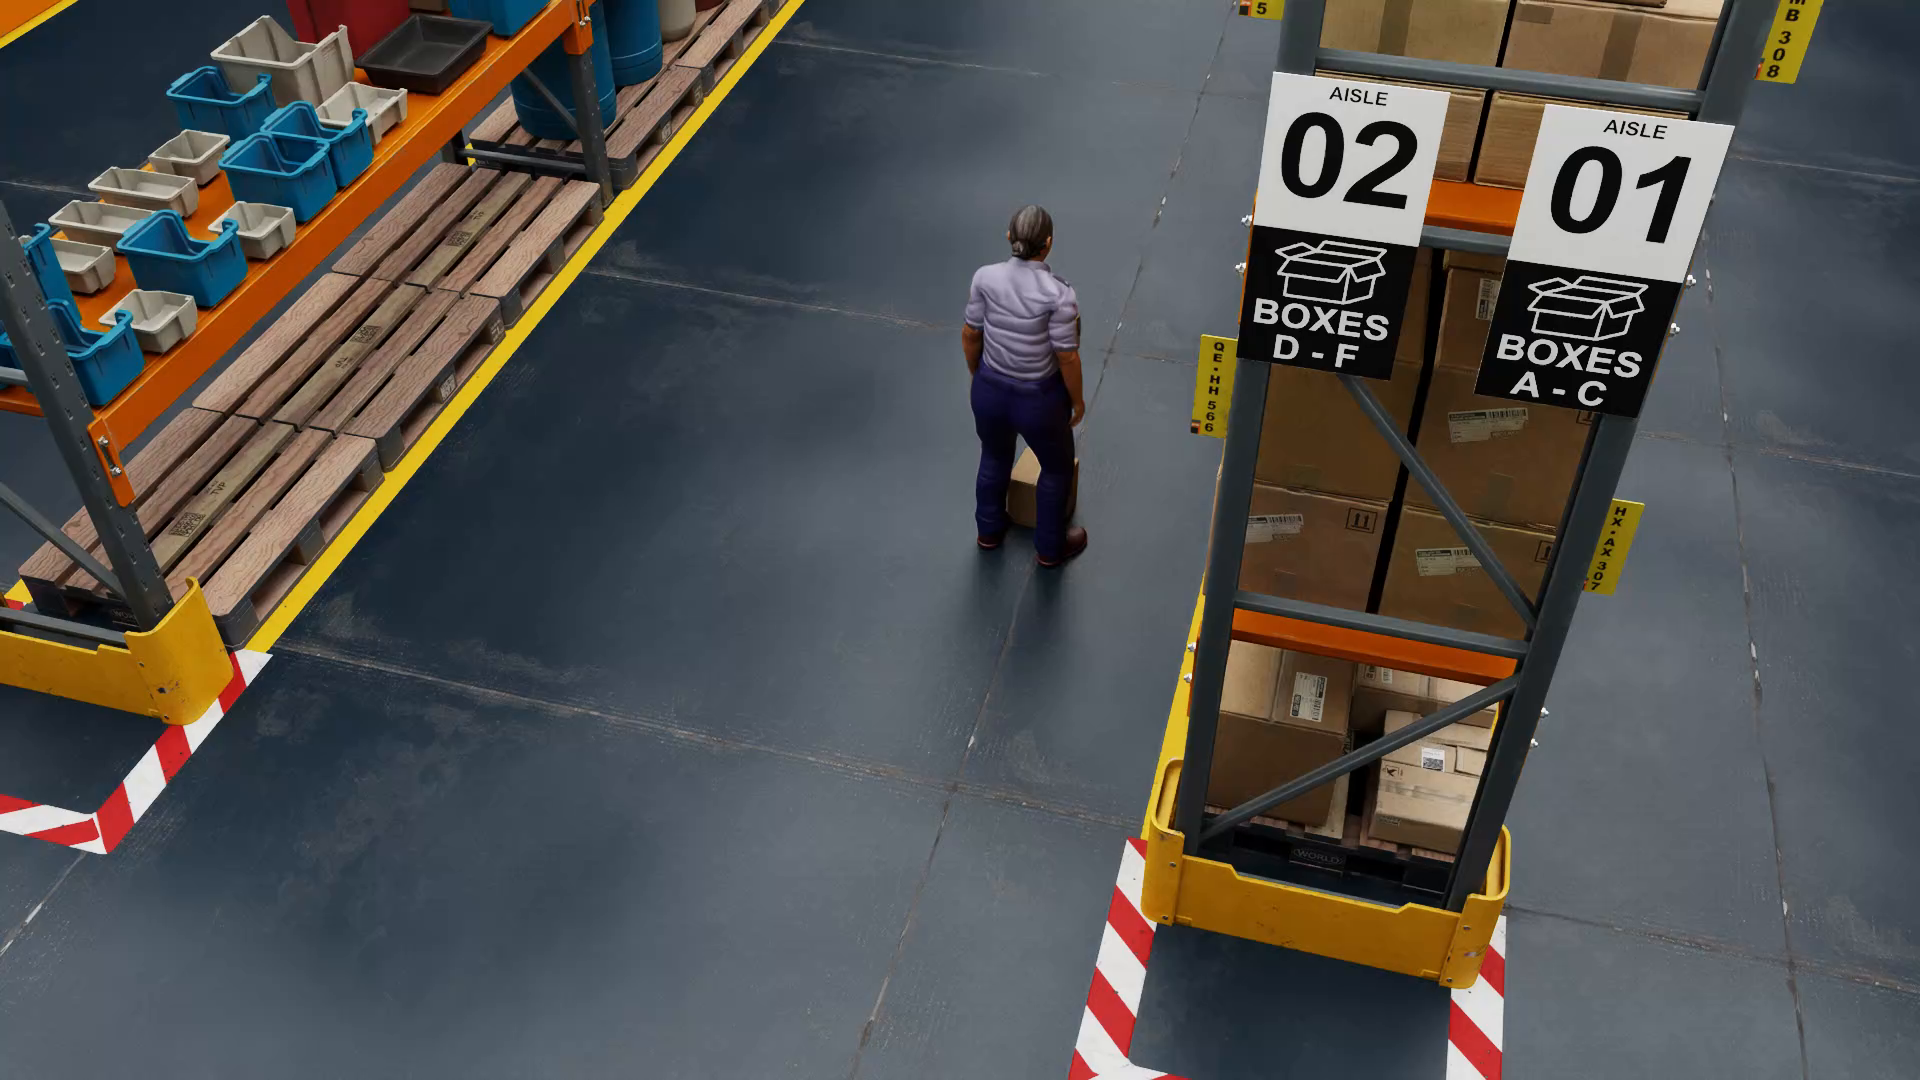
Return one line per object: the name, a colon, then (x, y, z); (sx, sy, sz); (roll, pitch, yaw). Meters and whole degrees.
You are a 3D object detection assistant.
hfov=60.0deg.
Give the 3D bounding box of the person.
person: (0.276, -0.616, 6.866); (0.538, 1.651, 0.335); (18, 44, 19)
